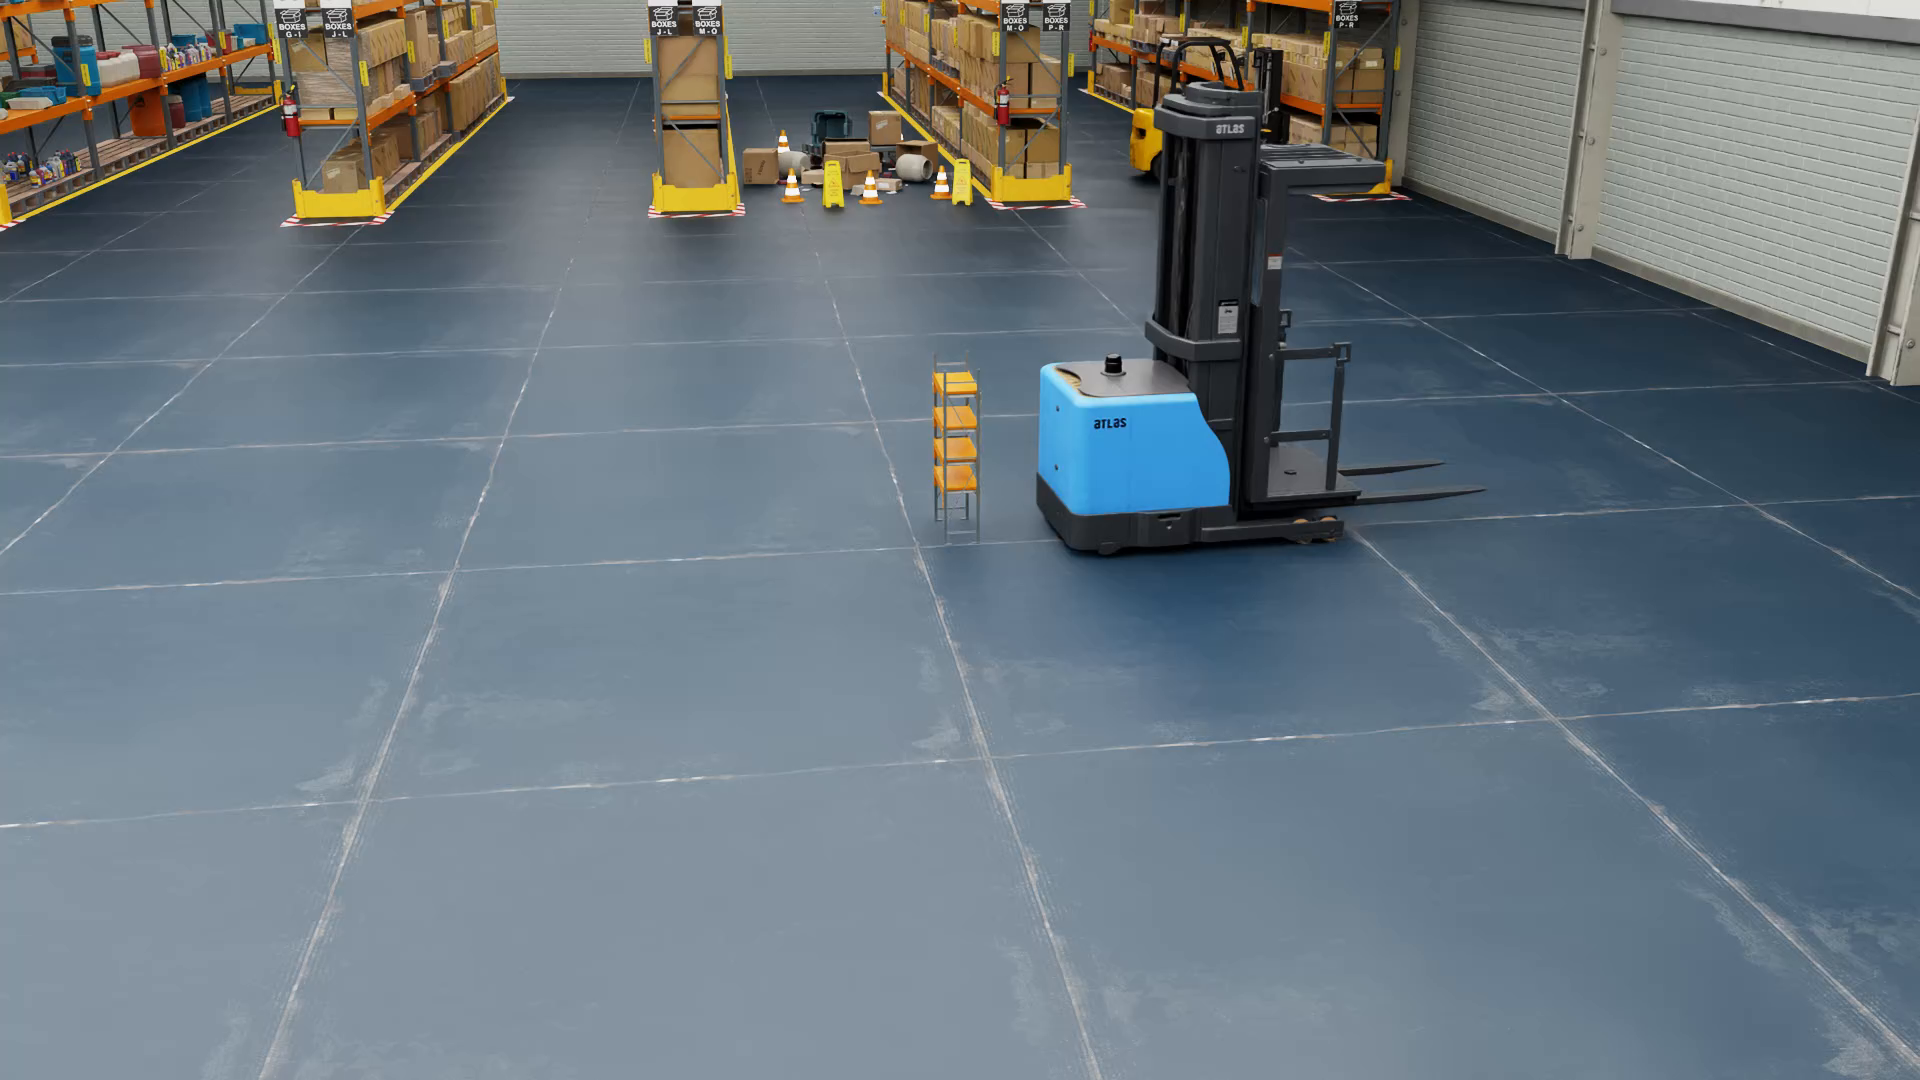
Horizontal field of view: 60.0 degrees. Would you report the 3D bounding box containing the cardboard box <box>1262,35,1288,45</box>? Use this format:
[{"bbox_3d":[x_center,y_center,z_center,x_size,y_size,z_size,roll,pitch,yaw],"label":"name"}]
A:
[{"bbox_3d":[5.301,-8.397,27.917,0.380,0.149,0.250,-3,21,-7],"label":"cardboard box"}]

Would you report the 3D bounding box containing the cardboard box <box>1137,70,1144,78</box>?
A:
[{"bbox_3d":[4.039,-10.080,35.962,0.380,0.149,0.250,-2,21,-5],"label":"cardboard box"}]

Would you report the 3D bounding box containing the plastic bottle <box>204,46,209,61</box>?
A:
[{"bbox_3d":[-14.913,-9.634,32.890,0.061,0.283,0.133,-3,21,-8],"label":"plastic bottle"}]

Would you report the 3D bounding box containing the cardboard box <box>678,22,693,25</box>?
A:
[{"bbox_3d":[-4.178,-7.844,26.172,0.875,0.550,0.550,-3,21,-8],"label":"cardboard box"}]

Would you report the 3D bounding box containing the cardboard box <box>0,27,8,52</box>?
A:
[{"bbox_3d":[-20.369,-10.576,35.102,0.500,0.500,0.500,-3,21,-7],"label":"cardboard box"}]

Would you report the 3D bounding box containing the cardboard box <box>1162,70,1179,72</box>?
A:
[{"bbox_3d":[4.589,-10.104,36.028,0.380,0.149,0.250,-4,21,-10],"label":"cardboard box"}]

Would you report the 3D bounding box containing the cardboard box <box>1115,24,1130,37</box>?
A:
[{"bbox_3d":[3.790,-11.467,37.420,0.500,0.250,0.500,-3,21,-8],"label":"cardboard box"}]

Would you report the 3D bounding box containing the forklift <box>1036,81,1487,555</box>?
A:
[{"bbox_3d":[2.105,-1.521,11.099,3.031,2.935,1.130,-4,21,-11],"label":"forklift"}]

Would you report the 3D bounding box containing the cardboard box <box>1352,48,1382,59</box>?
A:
[{"bbox_3d":[6.143,-7.350,25.113,0.380,0.149,0.250,-3,21,-9],"label":"cardboard box"}]

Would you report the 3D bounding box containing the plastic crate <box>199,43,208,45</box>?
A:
[{"bbox_3d":[-15.917,-10.379,35.009,0.293,0.136,0.466,-3,21,-8],"label":"plastic crate"}]

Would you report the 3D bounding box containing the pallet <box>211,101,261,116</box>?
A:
[{"bbox_3d":[-15.692,-9.256,35.697,1.003,0.211,1.213,-3,21,-8],"label":"pallet"}]

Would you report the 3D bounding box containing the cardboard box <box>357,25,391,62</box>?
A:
[{"bbox_3d":[-8.764,-7.360,24.637,0.500,0.500,0.500,-3,21,-8],"label":"cardboard box"}]

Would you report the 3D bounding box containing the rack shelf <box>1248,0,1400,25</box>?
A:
[{"bbox_3d":[5.692,-8.494,26.411,1.077,0.370,4.000,-3,21,-8],"label":"rack shelf"}]

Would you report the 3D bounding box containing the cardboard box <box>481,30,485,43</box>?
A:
[{"bbox_3d":[-10.423,-10.733,35.454,0.500,0.250,0.500,-2,21,-6],"label":"cardboard box"}]

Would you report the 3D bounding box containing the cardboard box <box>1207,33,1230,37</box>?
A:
[{"bbox_3d":[4.778,-9.282,30.711,0.380,0.149,0.250,-2,21,-7],"label":"cardboard box"}]

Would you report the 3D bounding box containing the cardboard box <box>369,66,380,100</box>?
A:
[{"bbox_3d":[-9.010,-6.702,24.305,0.875,0.500,0.500,-3,21,-8],"label":"cardboard box"}]

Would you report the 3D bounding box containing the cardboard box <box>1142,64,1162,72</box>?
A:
[{"bbox_3d":[4.124,-10.132,35.676,0.380,0.149,0.250,-4,21,-10],"label":"cardboard box"}]

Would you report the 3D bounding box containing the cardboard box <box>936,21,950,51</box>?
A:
[{"bbox_3d":[-0.166,-9.287,30.625,0.500,0.500,0.500,-2,21,-5],"label":"cardboard box"}]

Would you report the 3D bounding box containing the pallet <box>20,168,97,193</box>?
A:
[{"bbox_3d":[-14.160,-5.576,25.843,1.003,0.211,1.213,-3,21,-8],"label":"pallet"}]

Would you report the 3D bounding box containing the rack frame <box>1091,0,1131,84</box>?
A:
[{"bbox_3d":[3.674,-12.273,39.788,1.000,3.000,0.127,-3,21,-8],"label":"rack frame"}]

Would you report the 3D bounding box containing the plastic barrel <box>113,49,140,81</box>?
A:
[{"bbox_3d":[-14.432,-8.209,28.747,0.421,0.512,0.421,0,20,0],"label":"plastic barrel"}]

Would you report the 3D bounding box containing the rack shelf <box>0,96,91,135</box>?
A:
[{"bbox_3d":[-13.927,-6.087,24.255,1.077,0.370,4.000,-3,21,-8],"label":"rack shelf"}]

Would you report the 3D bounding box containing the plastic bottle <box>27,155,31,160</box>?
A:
[{"bbox_3d":[-14.424,-5.813,25.746,0.061,0.283,0.133,-3,21,-8],"label":"plastic bottle"}]

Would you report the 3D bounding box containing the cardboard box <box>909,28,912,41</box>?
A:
[{"bbox_3d":[-0.774,-10.454,34.420,0.500,0.250,0.500,-3,21,-7],"label":"cardboard box"}]

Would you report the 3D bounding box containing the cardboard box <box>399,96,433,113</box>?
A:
[{"bbox_3d":[-9.678,-7.724,29.482,0.500,0.250,0.500,-1,20,-2],"label":"cardboard box"}]

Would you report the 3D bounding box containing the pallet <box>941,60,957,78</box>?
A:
[{"bbox_3d":[0.242,-8.478,29.902,1.003,0.211,1.213,-3,21,-8],"label":"pallet"}]

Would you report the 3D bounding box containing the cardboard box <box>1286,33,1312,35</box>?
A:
[{"bbox_3d":[5.749,-8.513,28.226,0.380,0.149,0.250,-3,21,-8],"label":"cardboard box"}]

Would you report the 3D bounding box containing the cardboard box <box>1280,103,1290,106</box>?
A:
[{"bbox_3d":[5.666,-7.334,28.467,0.500,0.250,0.500,-3,21,-7],"label":"cardboard box"}]

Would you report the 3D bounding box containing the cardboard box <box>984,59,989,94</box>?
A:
[{"bbox_3d":[0.650,-7.015,25.143,0.500,0.500,0.500,-3,21,-8],"label":"cardboard box"}]

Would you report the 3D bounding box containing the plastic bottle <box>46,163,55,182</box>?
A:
[{"bbox_3d":[-13.685,-5.527,24.997,0.097,0.271,0.097,0,20,0],"label":"plastic bottle"}]

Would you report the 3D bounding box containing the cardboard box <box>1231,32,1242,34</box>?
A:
[{"bbox_3d":[5.265,-9.398,31.020,0.380,0.149,0.250,-3,21,-8],"label":"cardboard box"}]

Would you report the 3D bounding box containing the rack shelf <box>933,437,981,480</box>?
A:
[{"bbox_3d":[-0.024,-0.556,11.183,0.258,0.148,0.480,-3,21,-8],"label":"rack shelf"}]

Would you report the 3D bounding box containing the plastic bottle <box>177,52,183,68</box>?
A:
[{"bbox_3d":[-14.656,-9.015,31.234,0.061,0.283,0.133,-3,21,-8],"label":"plastic bottle"}]

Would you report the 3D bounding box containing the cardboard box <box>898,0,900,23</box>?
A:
[{"bbox_3d":[-1.067,-11.477,36.085,0.500,0.500,0.500,-3,21,-9],"label":"cardboard box"}]

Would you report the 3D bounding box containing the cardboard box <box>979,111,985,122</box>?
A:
[{"bbox_3d":[0.507,-6.612,25.962,0.380,0.149,0.250,-2,21,-5],"label":"cardboard box"}]

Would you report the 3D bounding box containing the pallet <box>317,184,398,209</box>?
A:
[{"bbox_3d":[-8.831,-4.985,24.260,1.003,0.211,1.213,-3,21,-8],"label":"pallet"}]

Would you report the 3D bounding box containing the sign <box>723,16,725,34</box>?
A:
[{"bbox_3d":[-4.419,-9.538,30.812,0.100,0.325,0.005,-3,21,-8],"label":"sign"}]

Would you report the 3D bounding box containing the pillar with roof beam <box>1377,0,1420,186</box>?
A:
[{"bbox_3d":[2.512,-9.613,24.092,9.100,9.000,0.400,-3,21,-8],"label":"pillar with roof beam"}]

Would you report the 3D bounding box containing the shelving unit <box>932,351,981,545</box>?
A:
[{"bbox_3d":[-0.024,-0.619,11.160,0.258,1.200,0.503,-3,21,-8],"label":"shelving unit"}]

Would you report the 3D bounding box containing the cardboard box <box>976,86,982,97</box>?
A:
[{"bbox_3d":[0.460,-7.094,26.282,0.380,0.149,0.250,-3,21,-8],"label":"cardboard box"}]

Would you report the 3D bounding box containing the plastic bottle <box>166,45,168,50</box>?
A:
[{"bbox_3d":[-15.738,-9.683,33.022,0.061,0.283,0.133,-3,21,-8],"label":"plastic bottle"}]

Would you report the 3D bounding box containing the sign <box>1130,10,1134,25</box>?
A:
[{"bbox_3d":[3.715,-11.263,35.848,0.100,0.325,0.005,-3,21,-8],"label":"sign"}]

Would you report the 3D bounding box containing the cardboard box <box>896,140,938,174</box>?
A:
[{"bbox_3d":[-0.700,-6.257,27.250,0.500,0.500,0.500,12,24,29],"label":"cardboard box"}]

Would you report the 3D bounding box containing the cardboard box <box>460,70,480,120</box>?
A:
[{"bbox_3d":[-10.226,-8.808,32.948,1.225,0.875,0.875,-4,21,-10],"label":"cardboard box"}]

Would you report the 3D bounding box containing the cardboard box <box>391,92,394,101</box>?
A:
[{"bbox_3d":[-8.861,-6.754,25.371,0.380,0.149,0.250,-3,21,-8],"label":"cardboard box"}]

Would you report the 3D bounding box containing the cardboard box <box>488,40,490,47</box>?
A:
[{"bbox_3d":[-10.480,-10.854,36.348,0.380,0.149,0.250,-3,21,-8],"label":"cardboard box"}]

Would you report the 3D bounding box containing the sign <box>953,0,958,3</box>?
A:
[{"bbox_3d":[-0.058,-14.483,44.527,0.339,0.242,0.001,-3,21,-8],"label":"sign"}]

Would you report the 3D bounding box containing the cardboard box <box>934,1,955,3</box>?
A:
[{"bbox_3d":[-0.348,-11.009,34.834,0.500,0.500,0.500,-2,21,-6],"label":"cardboard box"}]

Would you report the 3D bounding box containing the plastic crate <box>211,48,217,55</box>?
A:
[{"bbox_3d":[-15.294,-9.959,33.886,0.396,0.136,0.243,-3,21,-8],"label":"plastic crate"}]

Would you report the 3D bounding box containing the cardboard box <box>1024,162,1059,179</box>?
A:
[{"bbox_3d":[1.226,-5.683,25.475,0.500,0.250,0.500,-3,21,-8],"label":"cardboard box"}]

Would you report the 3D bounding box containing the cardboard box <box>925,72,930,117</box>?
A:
[{"bbox_3d":[-0.226,-9.005,33.476,0.875,0.875,0.875,-3,21,-7],"label":"cardboard box"}]

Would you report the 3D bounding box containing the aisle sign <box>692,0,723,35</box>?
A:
[{"bbox_3d":[-3.508,-7.405,23.040,0.394,0.787,0.004,-3,21,-8],"label":"aisle sign"}]

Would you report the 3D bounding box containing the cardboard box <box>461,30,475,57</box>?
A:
[{"bbox_3d":[-10.130,-10.035,33.654,0.500,0.500,0.500,-3,21,-8],"label":"cardboard box"}]

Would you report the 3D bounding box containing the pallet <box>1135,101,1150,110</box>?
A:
[{"bbox_3d":[4.405,-9.302,35.819,1.003,0.211,1.213,-3,21,-8],"label":"pallet"}]

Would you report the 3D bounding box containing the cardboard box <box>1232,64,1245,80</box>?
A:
[{"bbox_3d":[5.072,-8.209,29.122,0.500,0.250,0.500,-2,21,-7],"label":"cardboard box"}]
